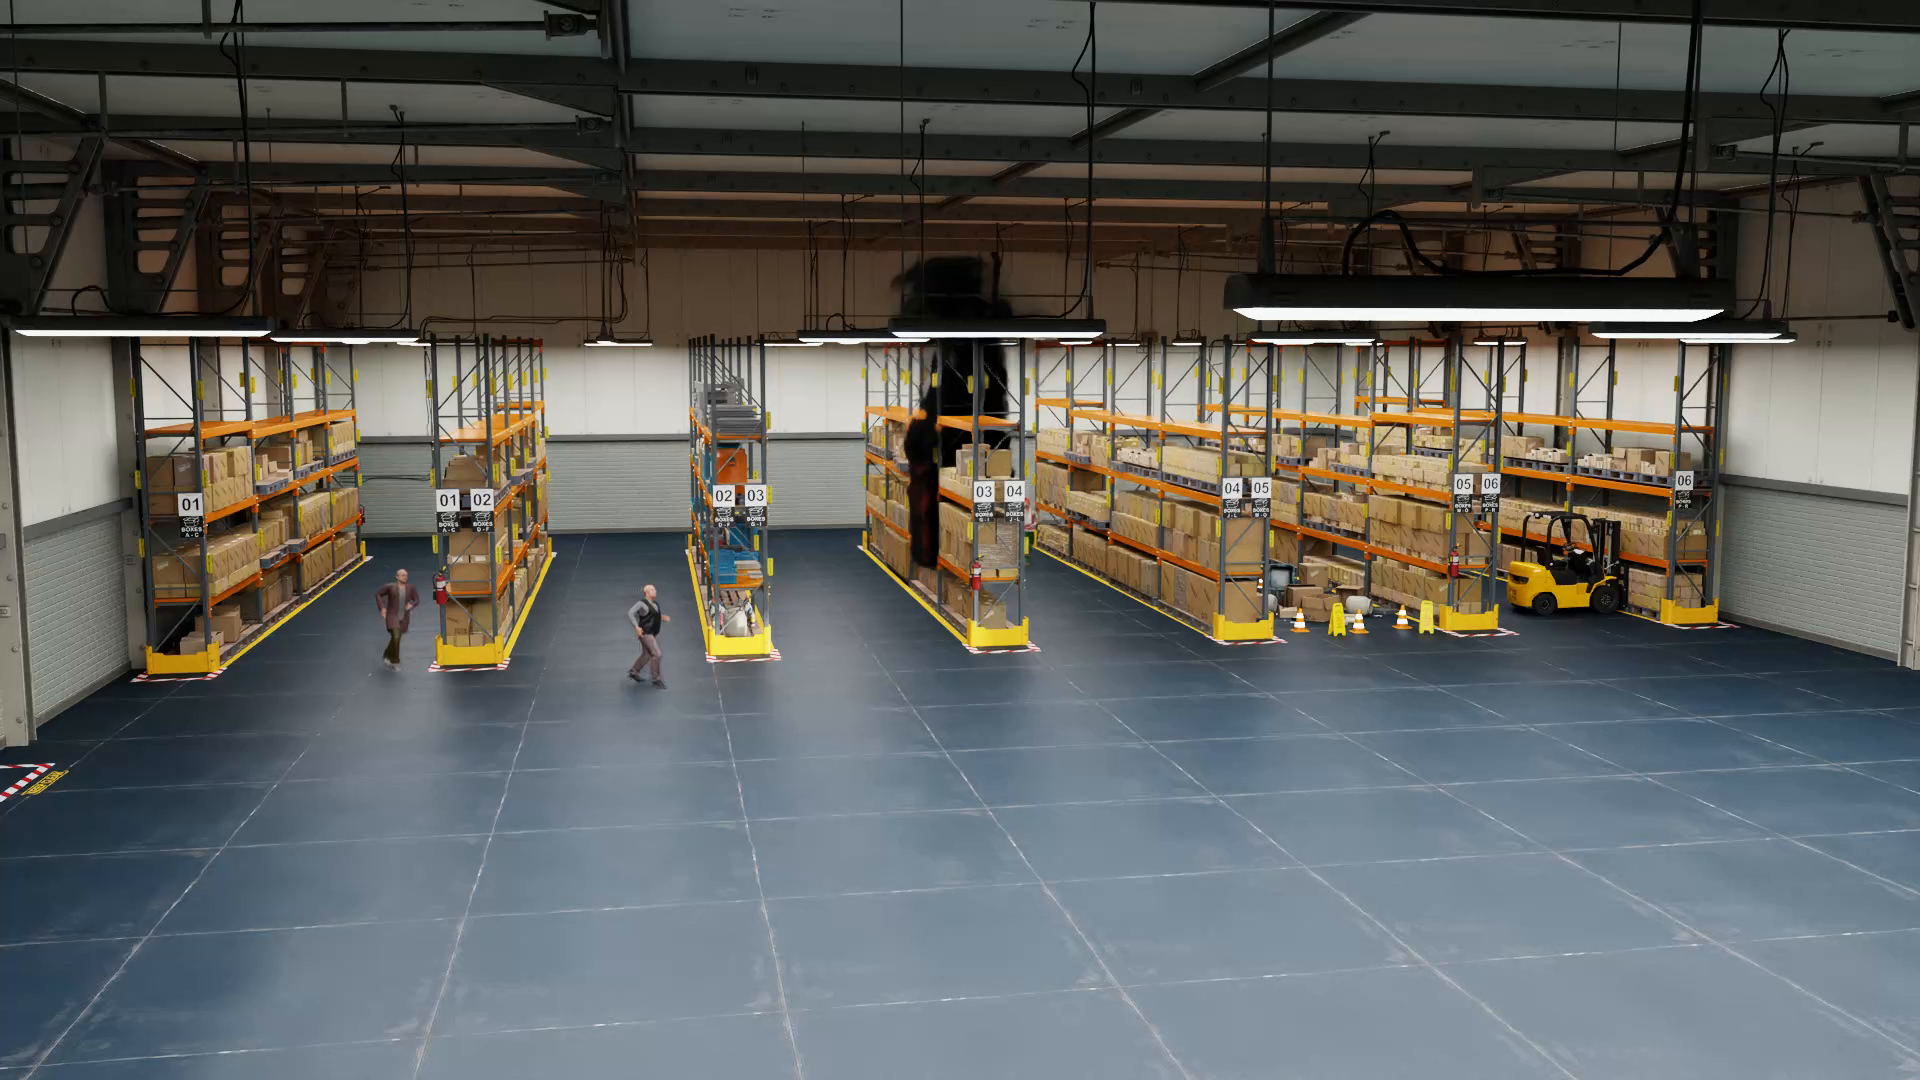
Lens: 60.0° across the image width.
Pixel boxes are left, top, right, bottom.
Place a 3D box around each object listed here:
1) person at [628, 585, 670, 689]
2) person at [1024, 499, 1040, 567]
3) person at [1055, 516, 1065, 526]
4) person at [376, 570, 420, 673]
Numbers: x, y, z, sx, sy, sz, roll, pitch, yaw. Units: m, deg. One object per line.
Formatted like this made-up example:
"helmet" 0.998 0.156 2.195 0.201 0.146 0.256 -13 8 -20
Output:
"person" -5.311 1.639 28.273 0.784 1.772 0.653 2 7 13
"person" 1.796 -0.214 44.181 0.644 1.786 0.867 0 7 -4
"person" 3.157 -0.854 50.004 0.534 1.717 0.660 -2 7 -17
"person" -10.075 1.433 29.914 0.686 1.807 0.879 -6 9 -44
